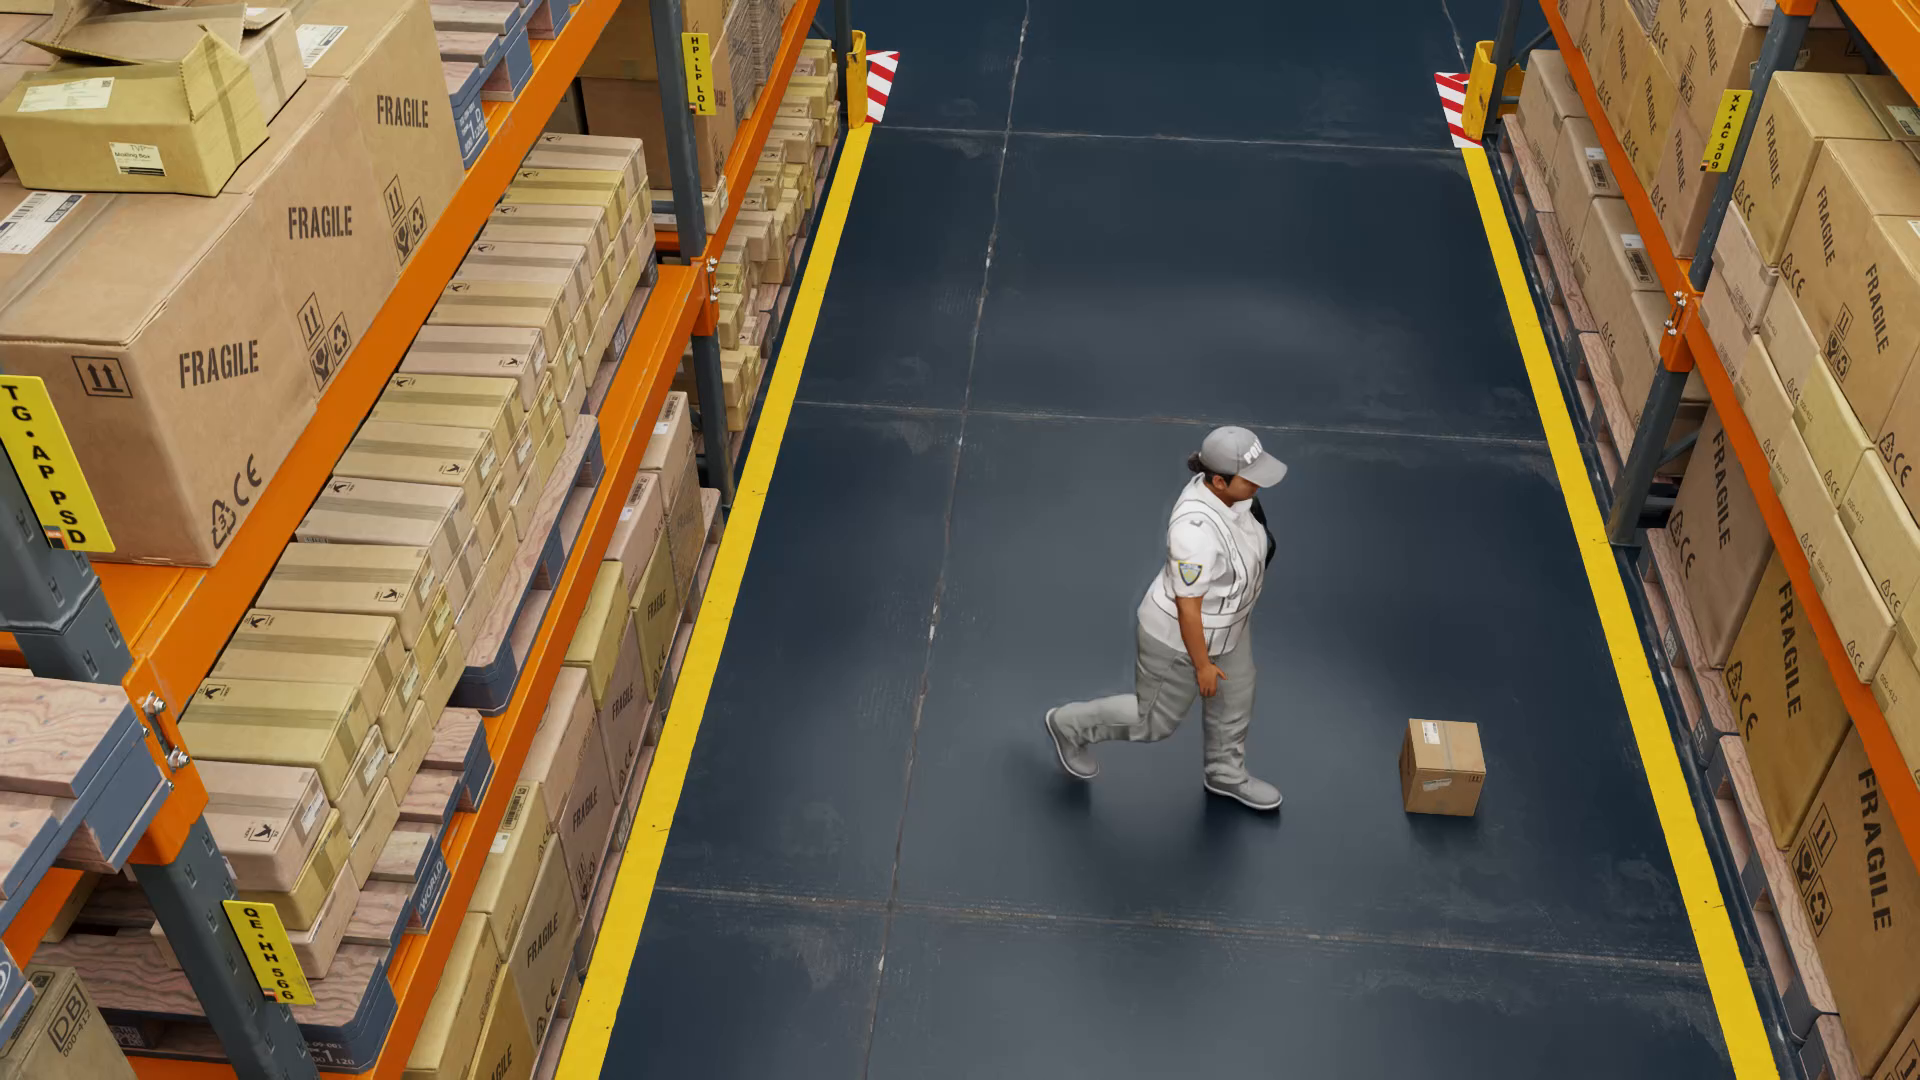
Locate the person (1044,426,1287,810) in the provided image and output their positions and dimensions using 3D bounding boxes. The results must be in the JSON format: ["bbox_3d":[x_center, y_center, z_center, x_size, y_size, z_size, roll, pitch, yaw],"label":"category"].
[{"bbox_3d":[0.781,0.273,5.833,0.900,1.636,0.490,18,44,20],"label":"person"}]
